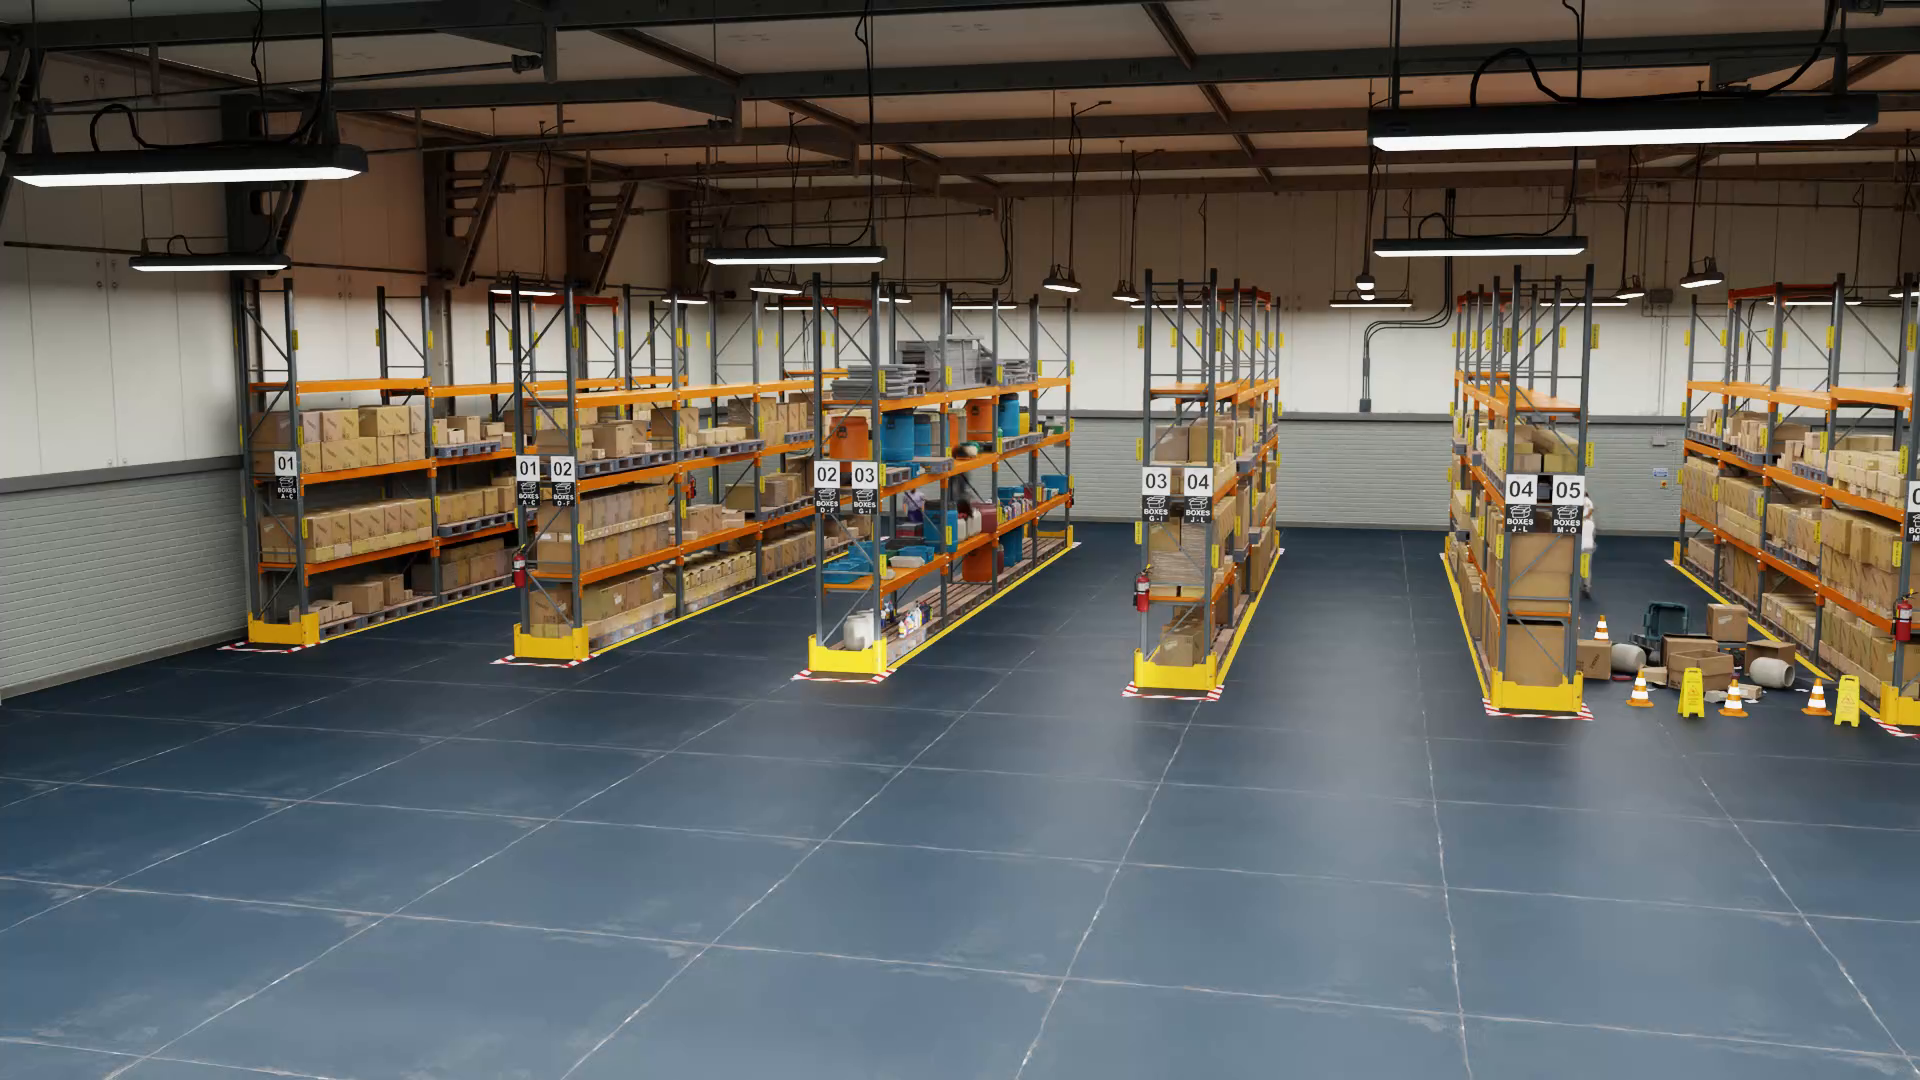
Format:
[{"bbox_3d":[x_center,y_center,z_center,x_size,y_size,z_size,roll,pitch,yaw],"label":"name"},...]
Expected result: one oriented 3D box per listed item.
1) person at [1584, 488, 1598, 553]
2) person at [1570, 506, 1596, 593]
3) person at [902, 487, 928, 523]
[{"bbox_3d":[14.465,-0.406,38.520,0.552,1.637,0.629,1,7,7],"label":"person"},{"bbox_3d":[12.328,0.191,32.950,0.577,1.721,0.963,1,7,7],"label":"person"},{"bbox_3d":[-1.087,-0.598,40.250,0.655,1.586,0.738,1,7,5],"label":"person"}]
